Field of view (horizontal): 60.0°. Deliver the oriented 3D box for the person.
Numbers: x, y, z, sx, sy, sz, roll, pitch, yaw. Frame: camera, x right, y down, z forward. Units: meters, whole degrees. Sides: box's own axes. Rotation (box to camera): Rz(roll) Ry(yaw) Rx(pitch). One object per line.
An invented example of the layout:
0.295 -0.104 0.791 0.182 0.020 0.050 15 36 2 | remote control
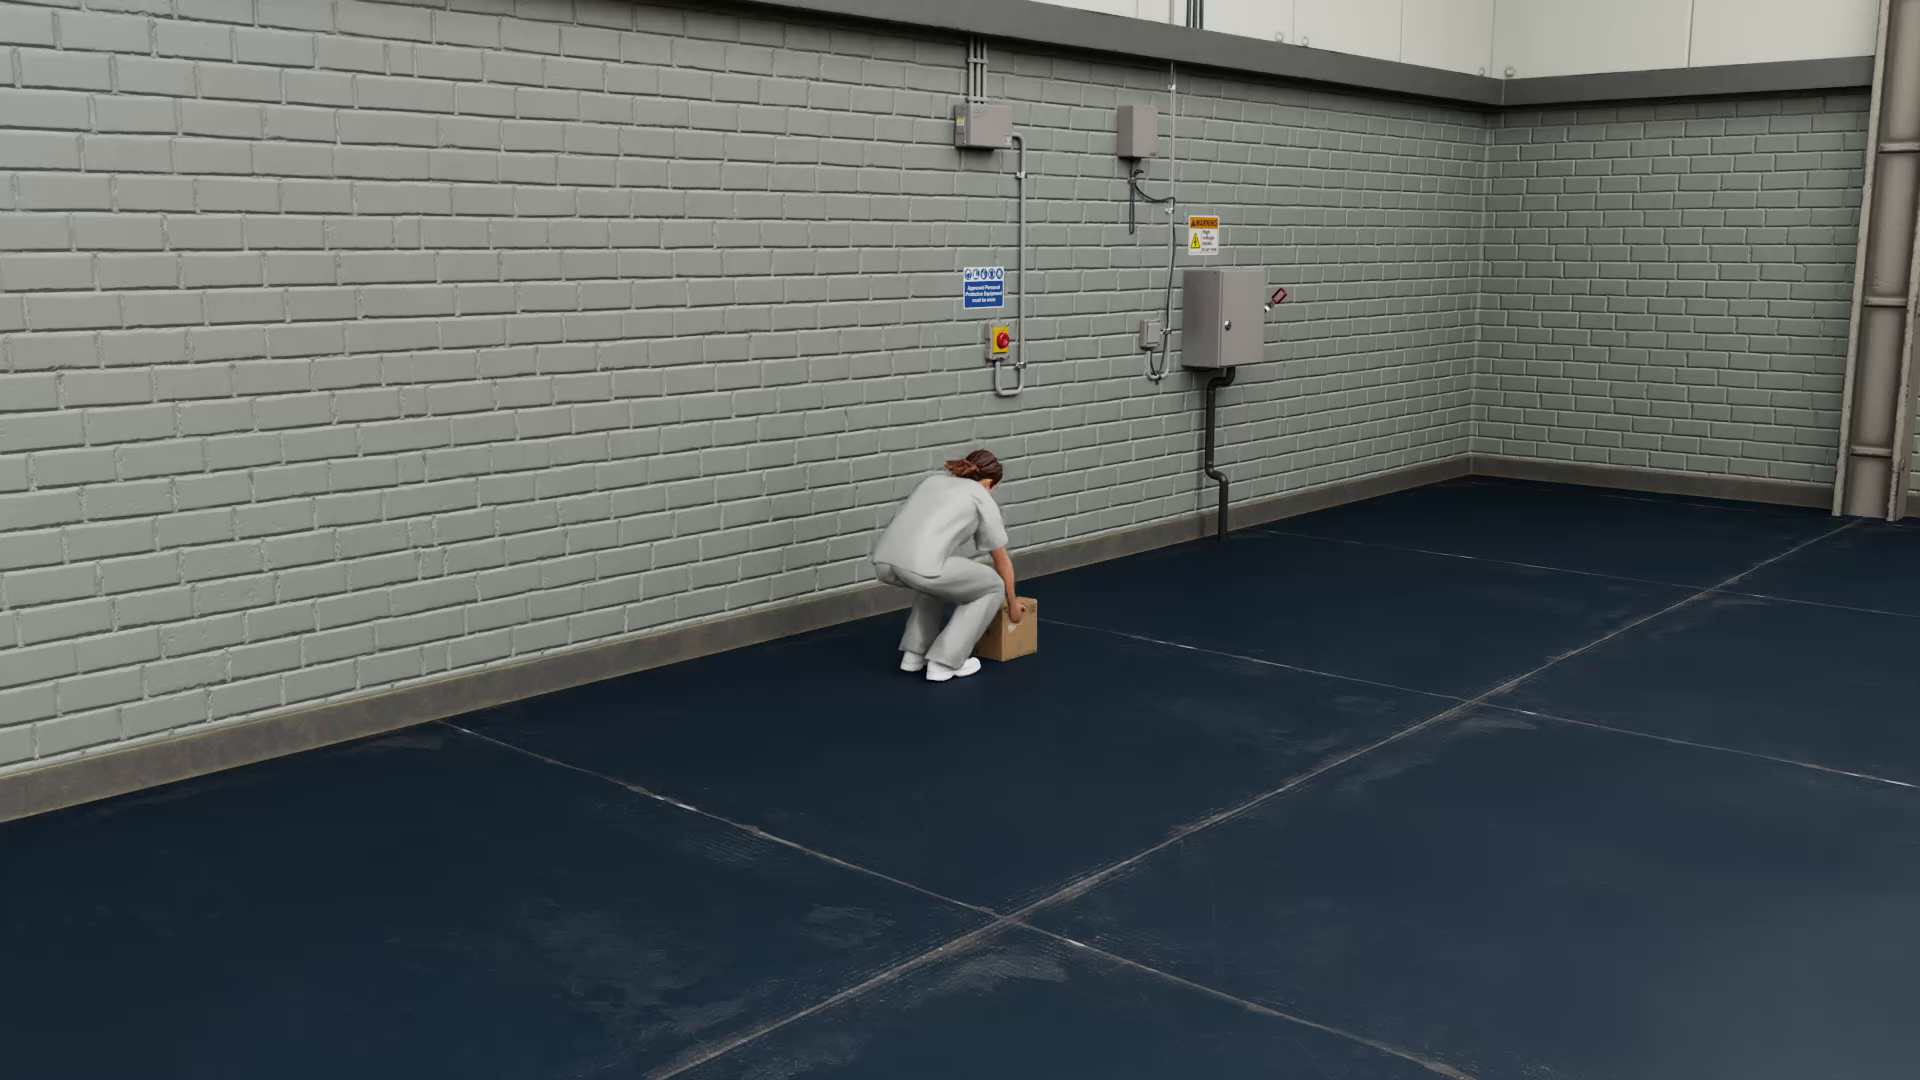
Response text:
-0.067 0.102 7.390 0.486 0.951 0.790 9 14 40 | person
